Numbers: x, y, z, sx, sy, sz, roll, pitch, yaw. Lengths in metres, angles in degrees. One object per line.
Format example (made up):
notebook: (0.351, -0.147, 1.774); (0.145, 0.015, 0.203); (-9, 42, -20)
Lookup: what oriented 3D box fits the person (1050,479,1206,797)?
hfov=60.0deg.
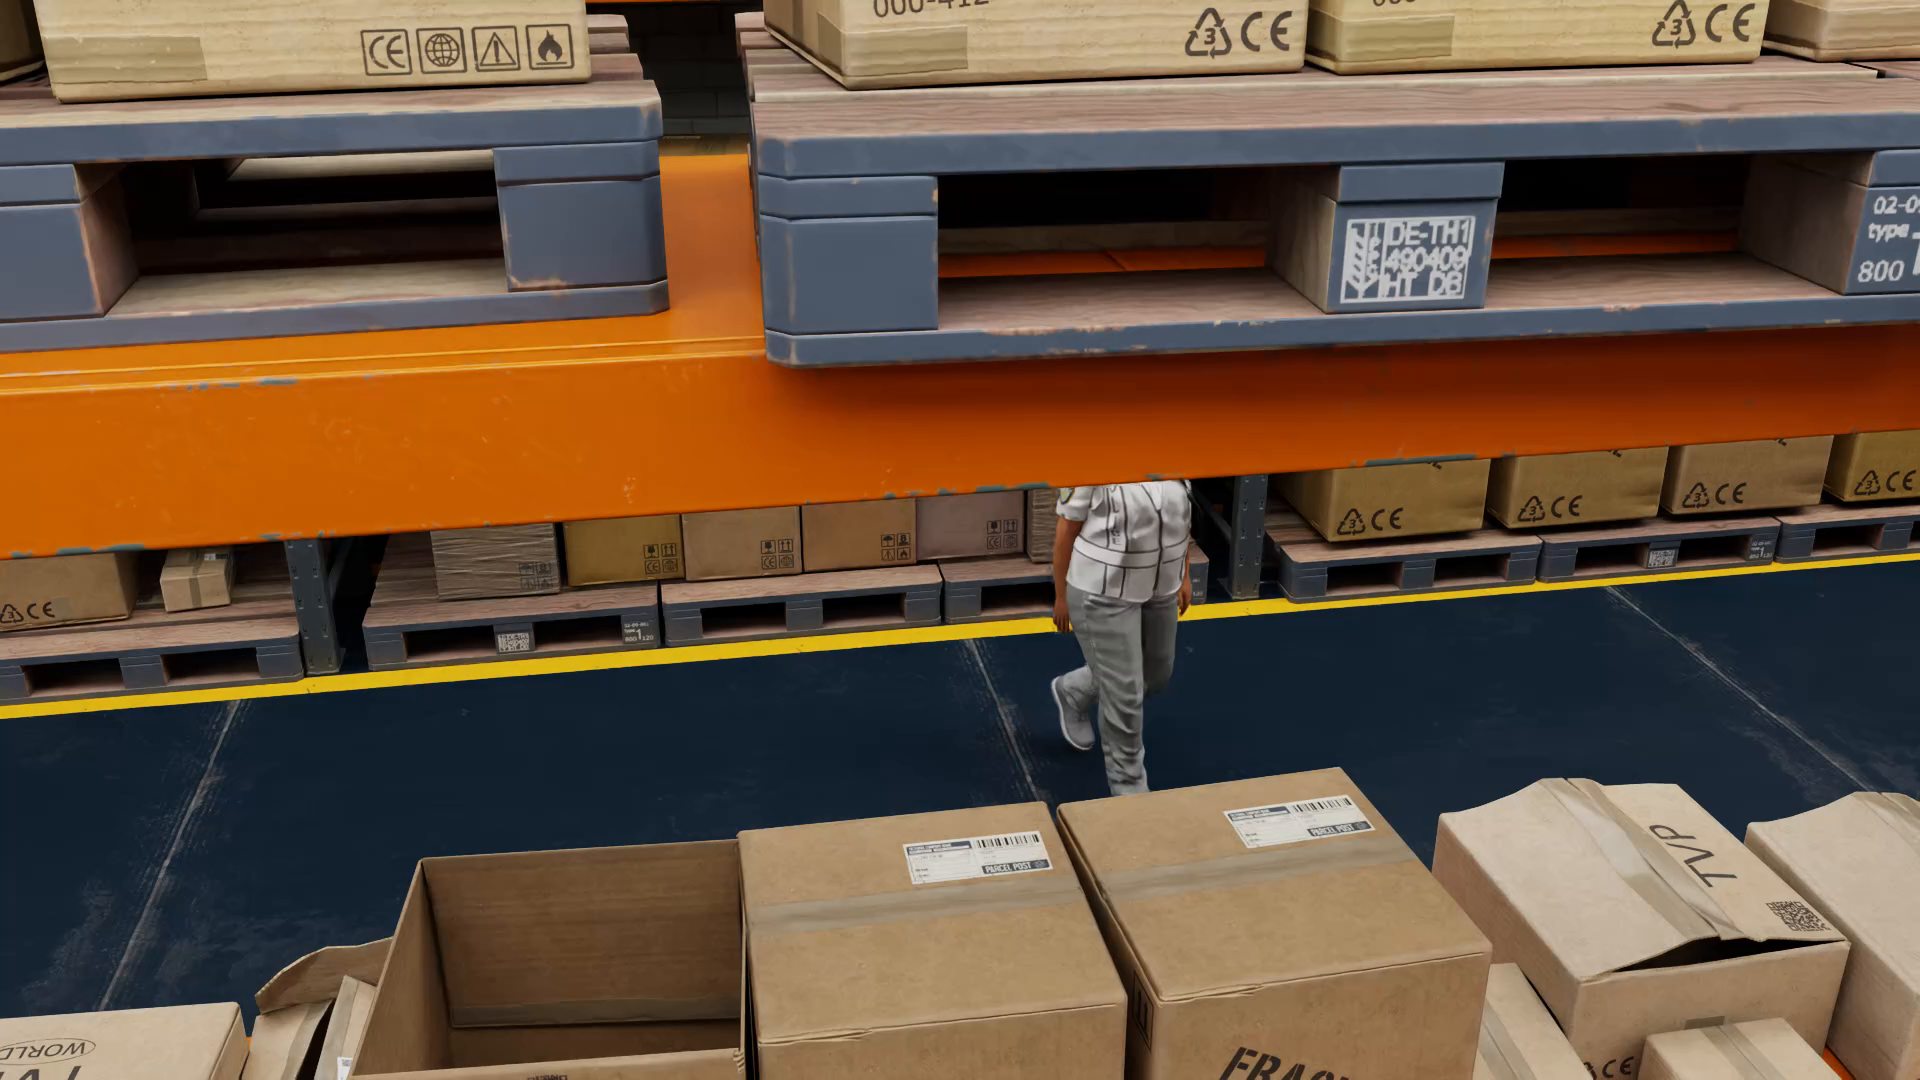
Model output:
person: (0.560, 0.145, 5.755); (0.503, 1.639, 0.775); (-16, 28, -32)
